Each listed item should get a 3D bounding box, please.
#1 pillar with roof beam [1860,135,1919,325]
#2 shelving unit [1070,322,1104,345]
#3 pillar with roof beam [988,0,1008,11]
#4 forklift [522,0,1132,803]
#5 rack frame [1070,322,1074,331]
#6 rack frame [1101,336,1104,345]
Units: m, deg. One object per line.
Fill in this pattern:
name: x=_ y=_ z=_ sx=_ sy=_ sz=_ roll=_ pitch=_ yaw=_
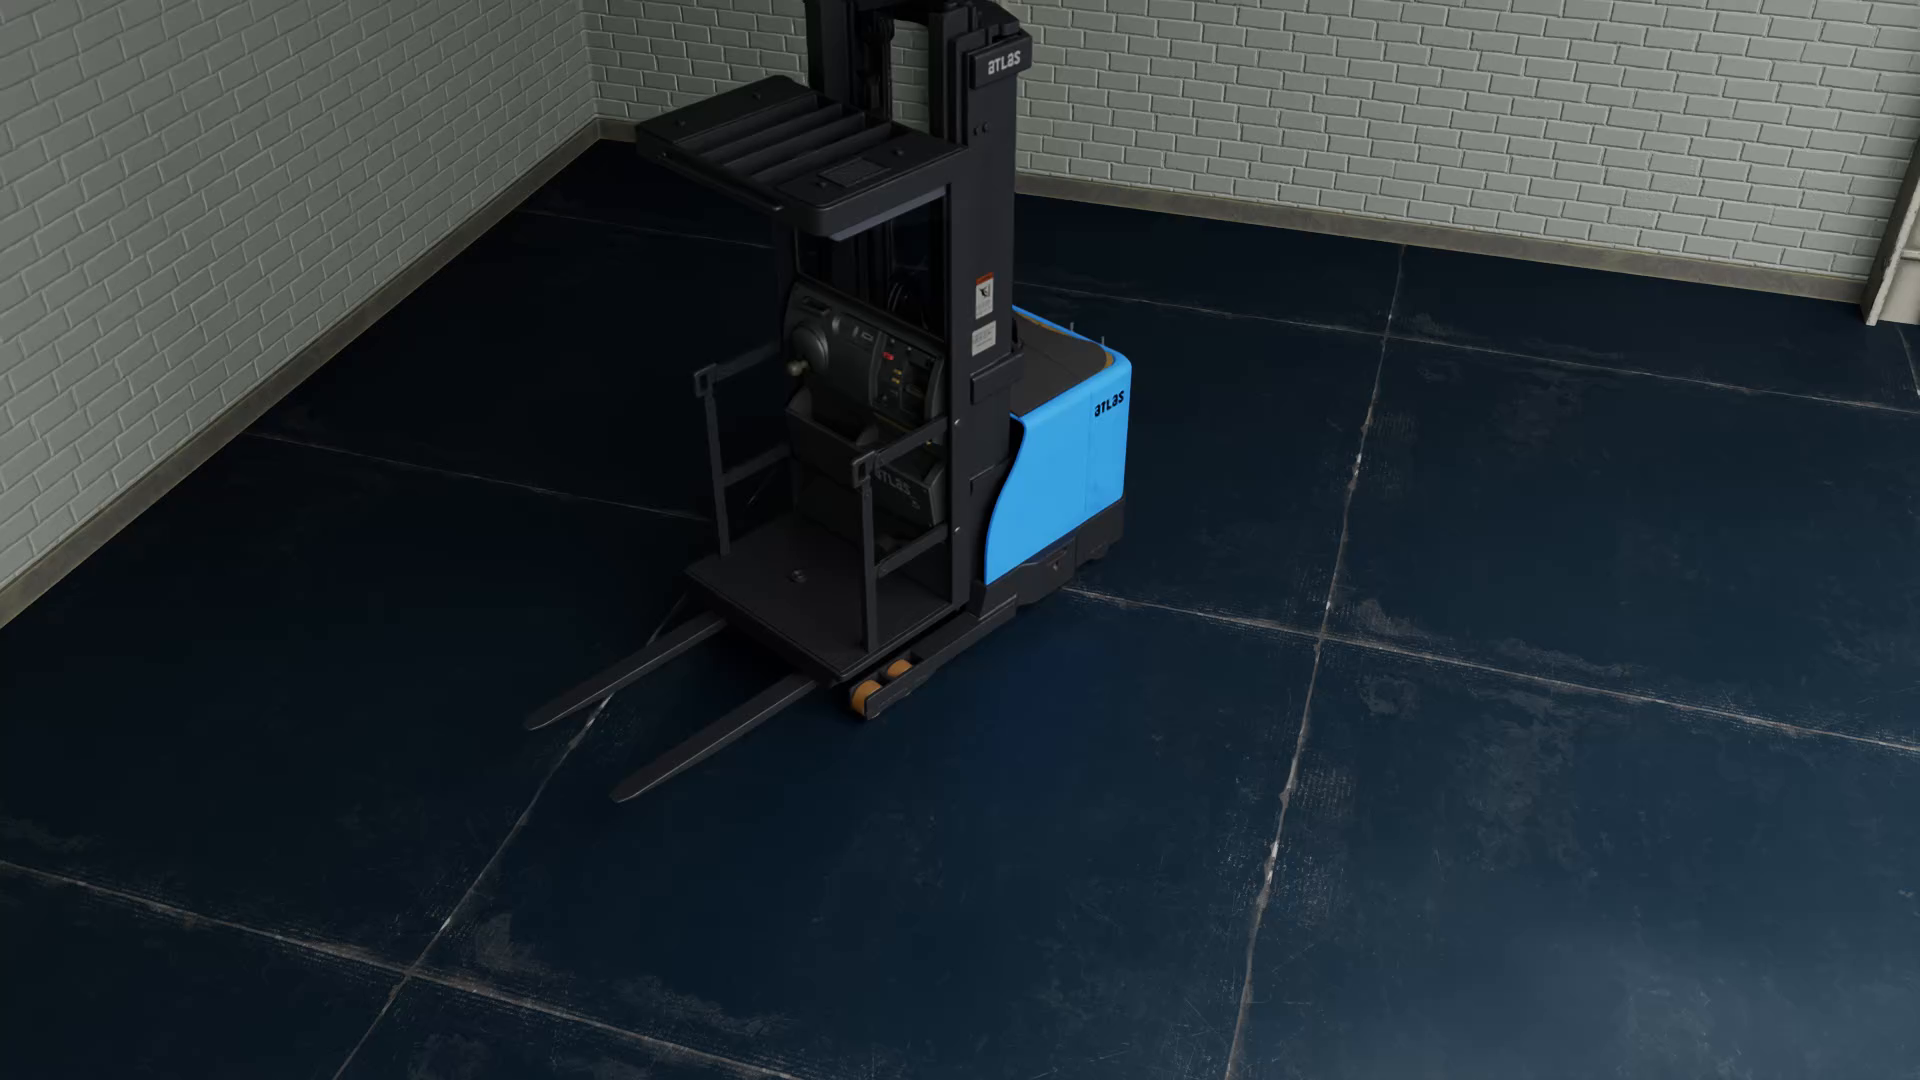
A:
pillar with roof beam: x=4.526 y=-2.569 z=4.334 sx=0.400 sy=9.000 sz=9.100 roll=10 pitch=38 yaw=14
shelving unit: x=0.562 y=-0.647 z=8.554 sx=0.210 sy=0.900 sz=0.258 roll=30 pitch=45 yaw=34
pillar with roof beam: x=-1.201 y=-3.629 z=5.775 sx=0.400 sy=9.000 sz=9.100 roll=10 pitch=38 yaw=14
forklift: x=-0.561 y=-0.737 z=6.963 sx=1.130 sy=2.935 sz=3.031 roll=30 pitch=46 yaw=34
rack frame: x=0.488 y=-0.689 z=8.611 sx=0.006 sy=0.900 sz=0.240 roll=30 pitch=45 yaw=34
rack frame: x=0.635 y=-0.605 z=8.498 sx=0.006 sy=0.900 sz=0.240 roll=30 pitch=45 yaw=34
